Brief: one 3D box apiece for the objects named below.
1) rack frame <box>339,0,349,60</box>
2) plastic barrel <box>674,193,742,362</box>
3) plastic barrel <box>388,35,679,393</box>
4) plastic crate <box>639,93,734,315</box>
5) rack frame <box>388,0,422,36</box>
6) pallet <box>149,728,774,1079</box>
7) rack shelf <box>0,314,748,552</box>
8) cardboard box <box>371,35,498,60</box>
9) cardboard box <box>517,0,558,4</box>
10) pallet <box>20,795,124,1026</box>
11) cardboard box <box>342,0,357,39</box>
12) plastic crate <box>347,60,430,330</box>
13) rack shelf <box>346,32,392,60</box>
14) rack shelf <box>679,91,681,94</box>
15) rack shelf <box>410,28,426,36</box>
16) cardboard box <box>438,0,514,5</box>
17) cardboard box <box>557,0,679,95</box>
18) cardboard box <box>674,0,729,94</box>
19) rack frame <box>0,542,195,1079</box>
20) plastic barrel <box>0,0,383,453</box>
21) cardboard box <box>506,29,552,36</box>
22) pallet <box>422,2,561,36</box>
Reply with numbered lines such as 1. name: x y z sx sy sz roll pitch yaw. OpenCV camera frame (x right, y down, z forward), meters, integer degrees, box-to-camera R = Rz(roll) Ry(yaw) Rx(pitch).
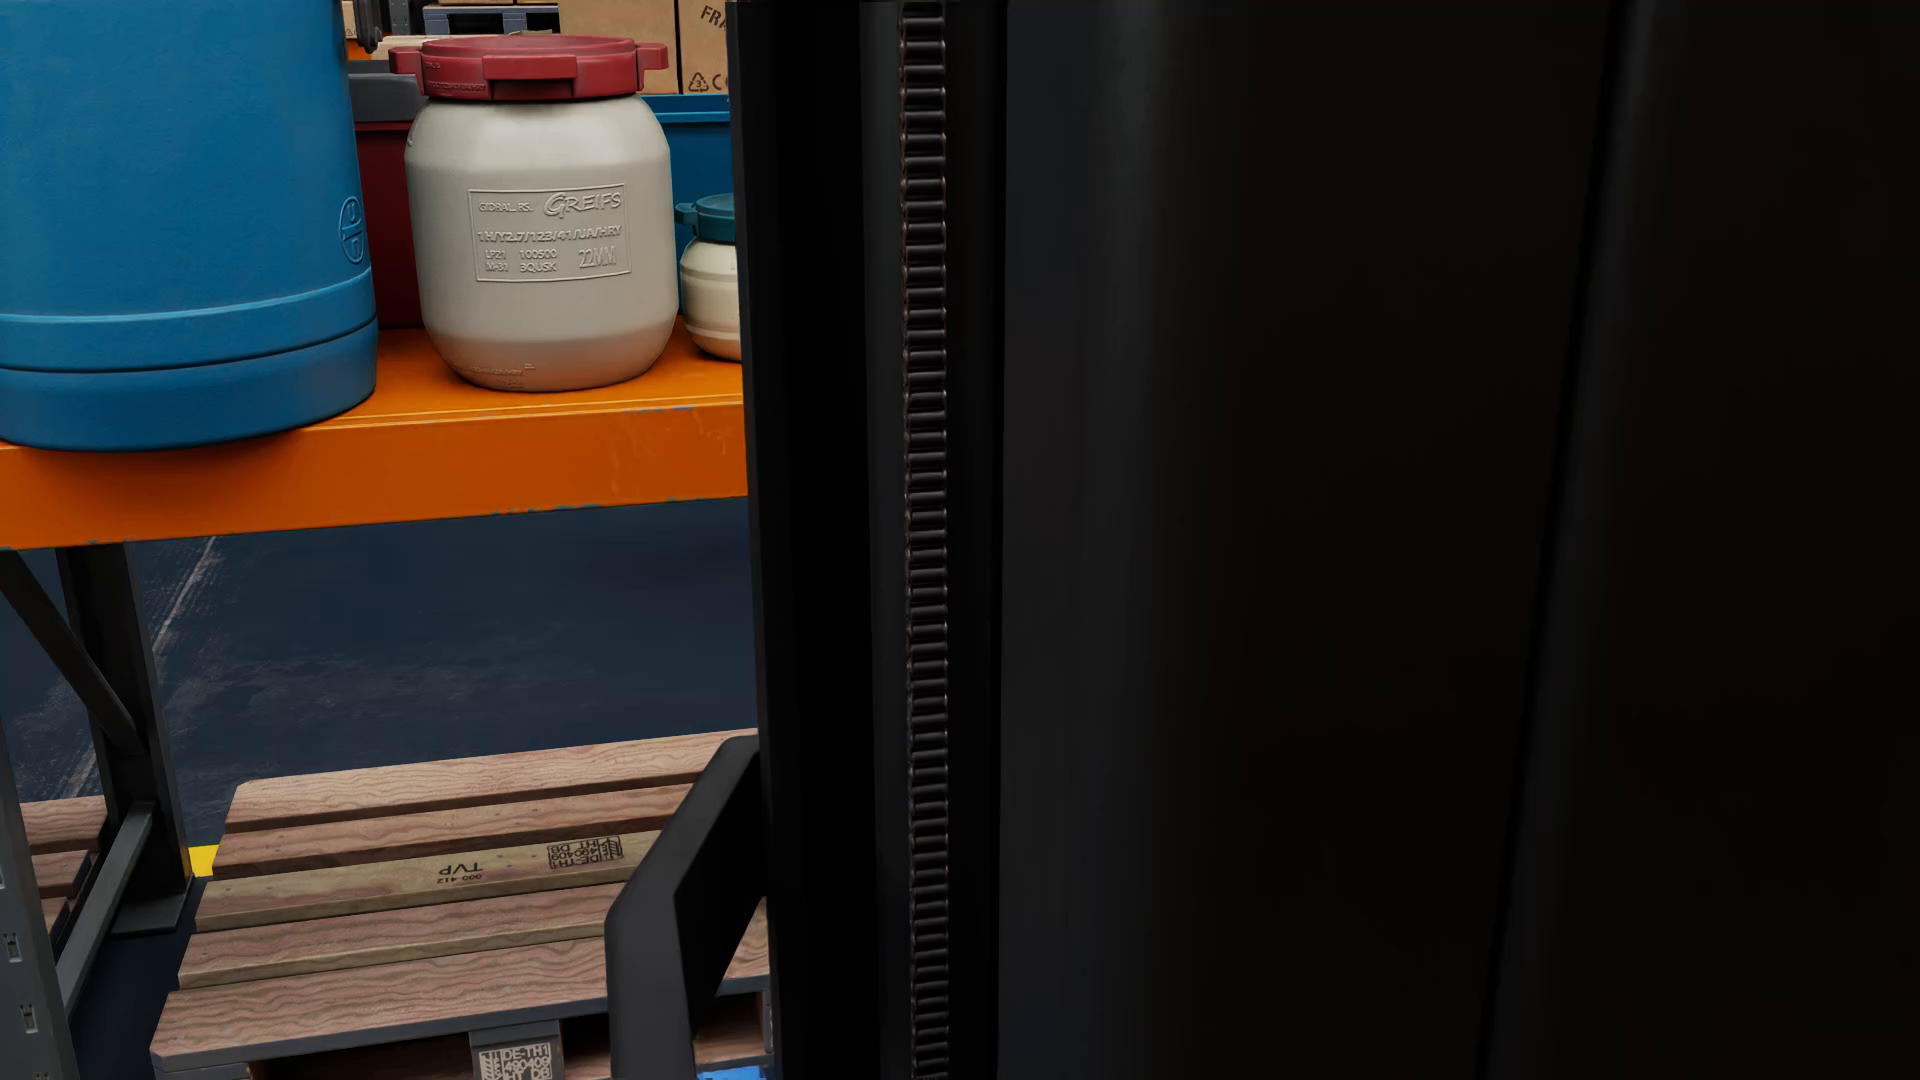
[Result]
1. rack frame: -2.802 -2.135 7.281 0.127 3.000 1.000 -5 21 -12
2. plastic barrel: -0.343 -0.465 2.923 0.301 0.262 0.301 0 20 0
3. plastic barrel: -0.685 -0.542 2.737 0.433 0.535 0.433 0 20 0
4. plastic crate: -0.664 -0.660 3.279 0.575 0.384 0.392 -5 21 -12
5. rack frame: -3.946 -3.792 11.806 0.127 3.000 1.000 -5 21 -12
6. pallet: -0.911 0.758 3.438 1.213 0.211 1.003 -5 21 -12
7. rack shelf: 0.280 -0.297 3.309 4.000 0.370 1.077 -5 21 -12
8. cardboard box: -2.333 -2.118 7.453 0.500 0.250 0.500 -3 20 -9
9. cardboard box: -2.897 -4.117 11.907 0.500 0.500 0.700 -3 20 -7
10. pallet: -2.329 0.872 3.126 1.213 0.211 1.003 -5 21 -12
11. cardboard box: -4.337 -3.592 11.450 0.500 0.250 0.500 -5 21 -12
12. plastic crate: -1.265 -0.647 3.127 0.583 0.464 0.402 -5 21 -12
13. rack shelf: -5.892 -3.296 11.498 4.000 0.370 1.077 -5 21 -12
14. rack shelf: -0.856 -1.955 7.837 4.000 0.370 1.077 -5 21 -12
15. rack shelf: -2.000 -3.613 12.362 4.000 0.370 1.077 -5 21 -12
16. cardboard box: -3.443 -4.075 11.792 0.500 0.500 0.700 -5 21 -12
17. cardboard box: -1.539 -2.278 7.528 0.500 0.500 0.500 -3 20 -9
18. cardboard box: -1.051 -2.318 7.637 0.500 0.500 0.500 -5 21 -12
19. rack frame: -1.666 -0.476 2.754 0.127 3.000 1.000 -5 21 -12
20. plastic barrel: -1.221 -0.641 2.474 0.708 0.901 0.600 -5 21 -12
21. cardboard box: -1.989 -2.202 7.662 0.258 0.266 0.396 -5 21 -14
22. pallet: -3.169 -3.714 11.872 1.213 0.211 1.003 -5 21 -12
